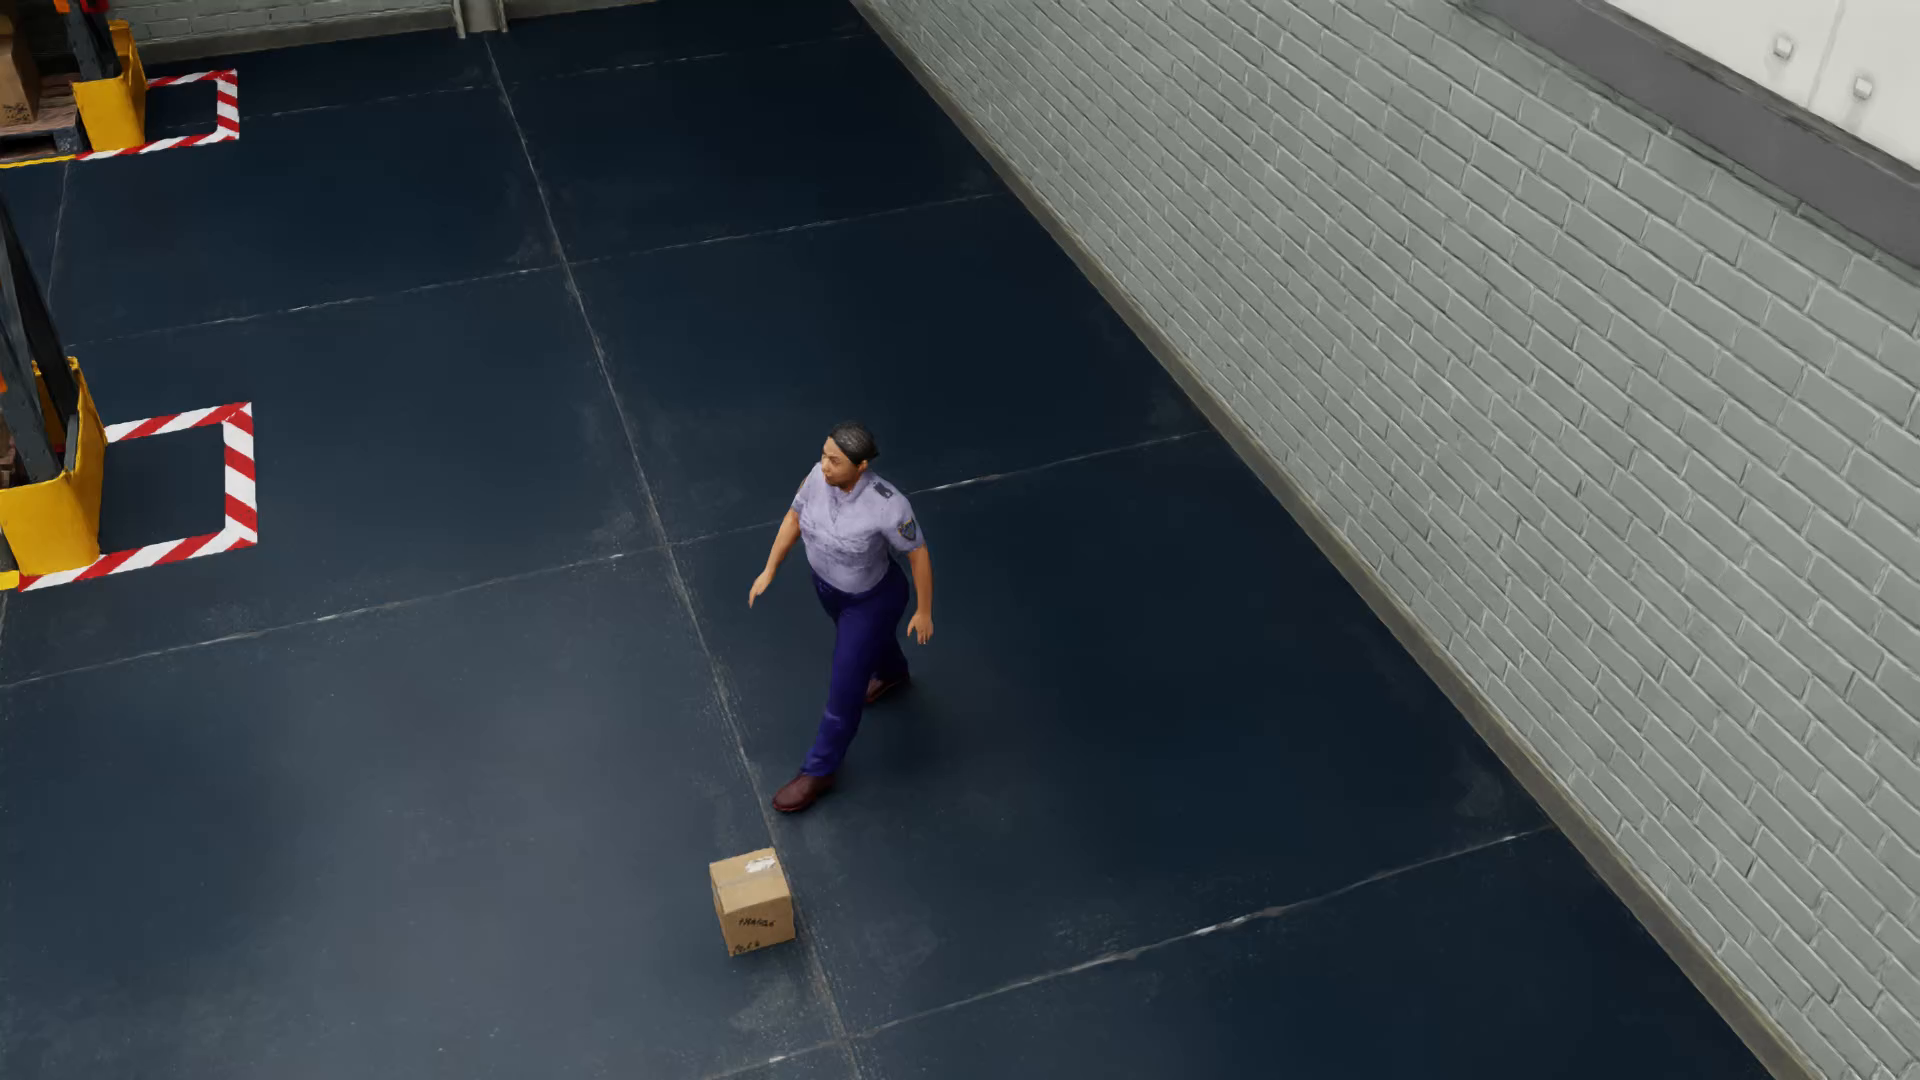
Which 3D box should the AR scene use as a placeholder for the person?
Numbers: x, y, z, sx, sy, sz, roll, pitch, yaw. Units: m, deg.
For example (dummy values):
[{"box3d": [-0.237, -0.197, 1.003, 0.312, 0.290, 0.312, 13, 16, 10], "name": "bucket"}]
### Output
[{"box3d": [-0.451, 0.236, 6.486, 0.629, 1.603, 0.940, 30, 47, 33], "name": "person"}]
